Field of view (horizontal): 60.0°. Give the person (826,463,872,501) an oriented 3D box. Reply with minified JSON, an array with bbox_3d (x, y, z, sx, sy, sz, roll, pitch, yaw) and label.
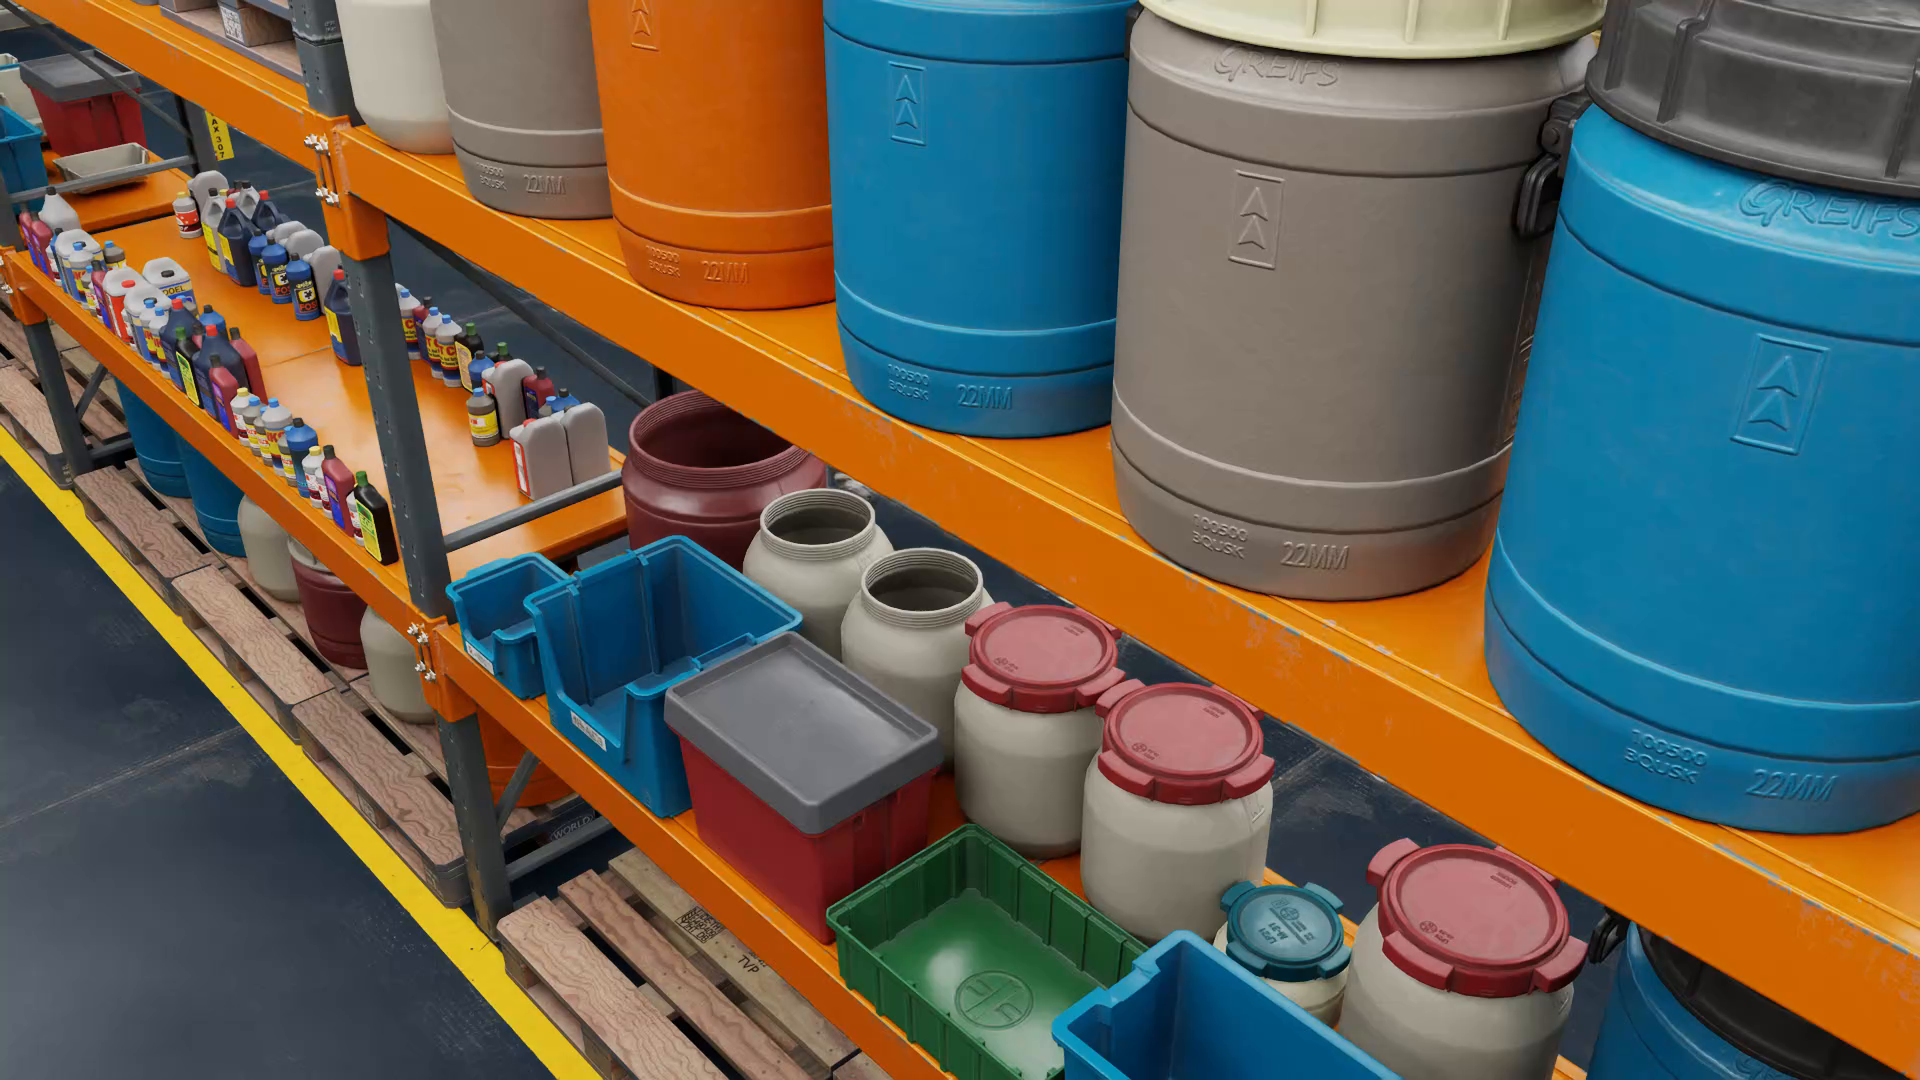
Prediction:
[{"bbox_3d":[-0.688,-0.800,7.373,0.506,1.781,0.533,27,41,37],"label":"person"}]
